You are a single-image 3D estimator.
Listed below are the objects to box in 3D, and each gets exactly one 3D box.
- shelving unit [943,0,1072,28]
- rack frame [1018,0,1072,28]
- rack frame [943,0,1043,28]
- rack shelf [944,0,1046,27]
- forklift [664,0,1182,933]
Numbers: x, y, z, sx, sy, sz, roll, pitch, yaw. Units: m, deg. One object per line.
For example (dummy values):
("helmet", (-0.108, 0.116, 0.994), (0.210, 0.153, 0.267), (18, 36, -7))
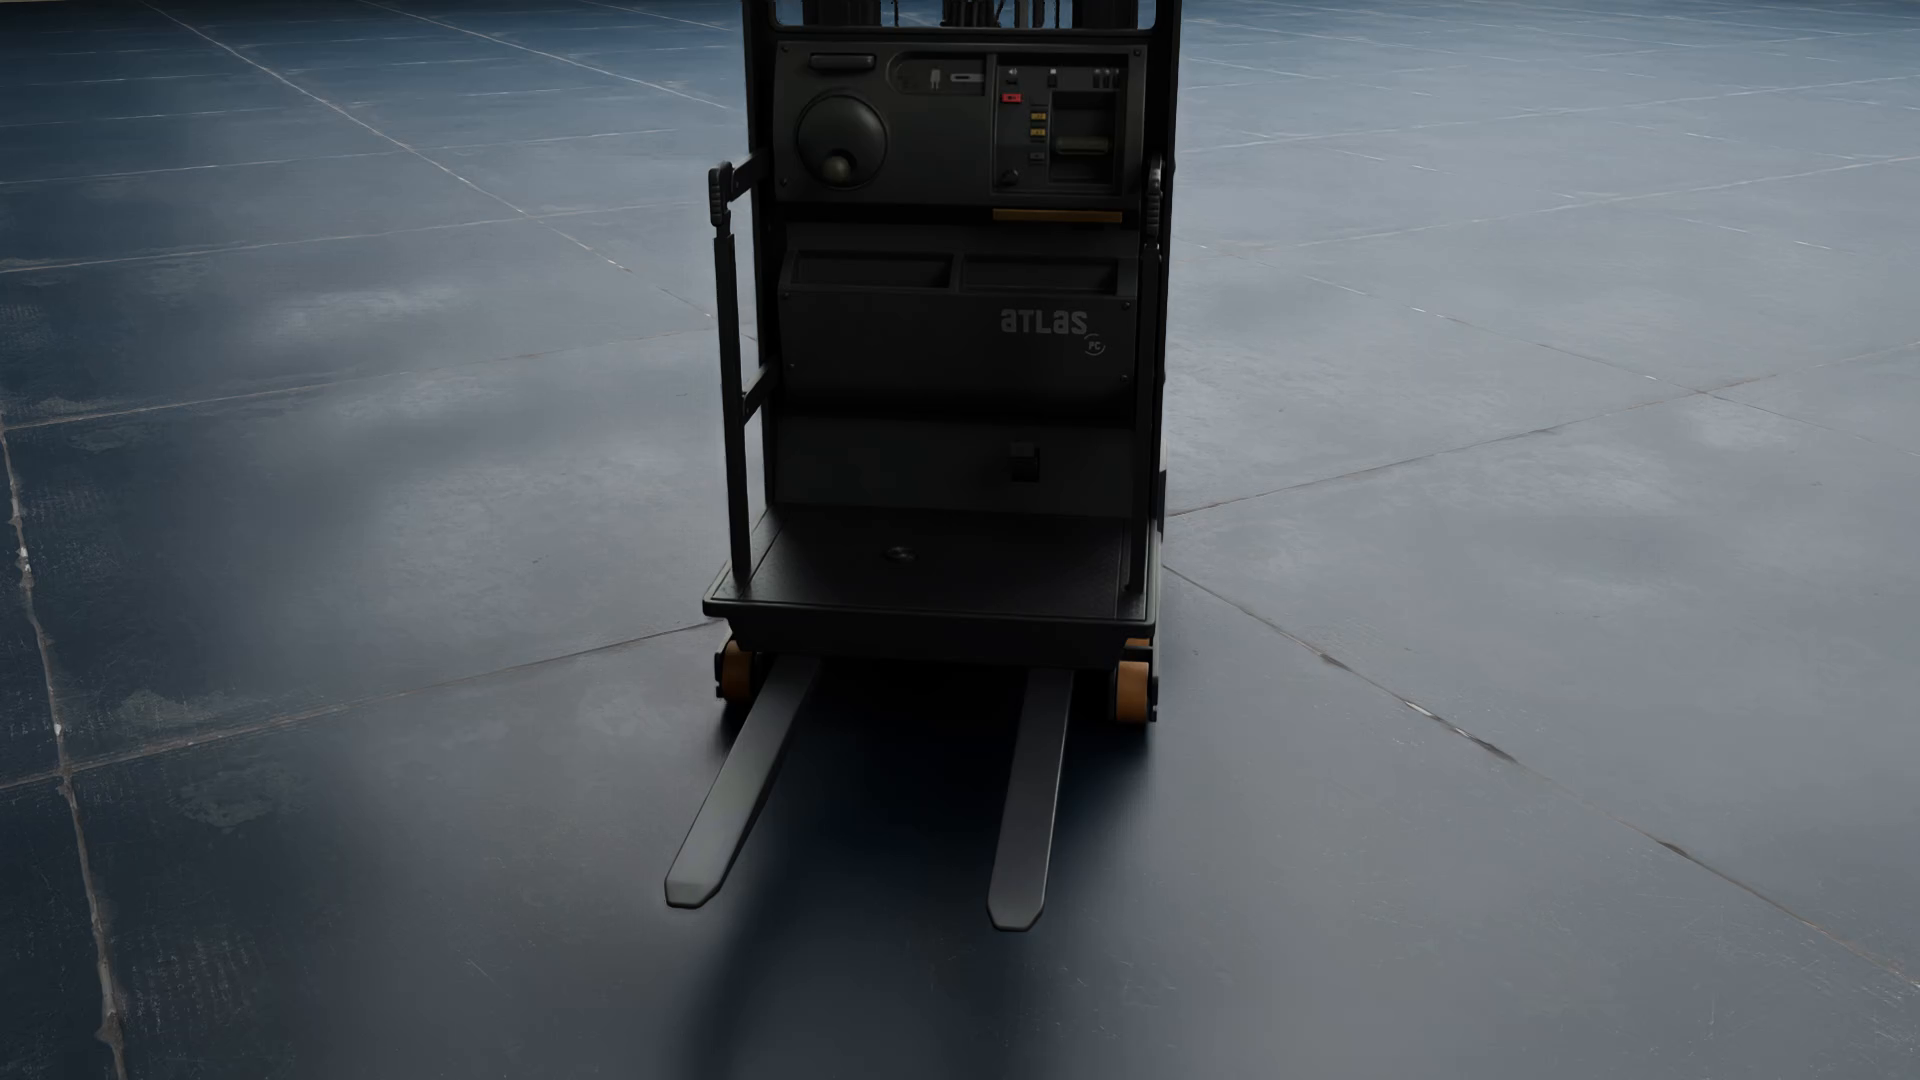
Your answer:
("shelving unit", (0.241, -1.341, 5.823), (0.431, 2.100, 0.503), (-12, 25, -27))
("rack frame", (0.362, -1.262, 5.627), (0.400, 2.100, 0.015), (-12, 25, -27))
("rack frame", (0.120, -1.421, 6.019), (0.400, 2.100, 0.015), (-12, 25, -27))
("rack shelf", (0.241, -1.977, 5.565), (0.431, 0.518, 0.480), (-12, 25, -27))
("forklift", (-0.028, -1.030, 3.953), (1.130, 2.935, 3.031), (3, 22, 6))
